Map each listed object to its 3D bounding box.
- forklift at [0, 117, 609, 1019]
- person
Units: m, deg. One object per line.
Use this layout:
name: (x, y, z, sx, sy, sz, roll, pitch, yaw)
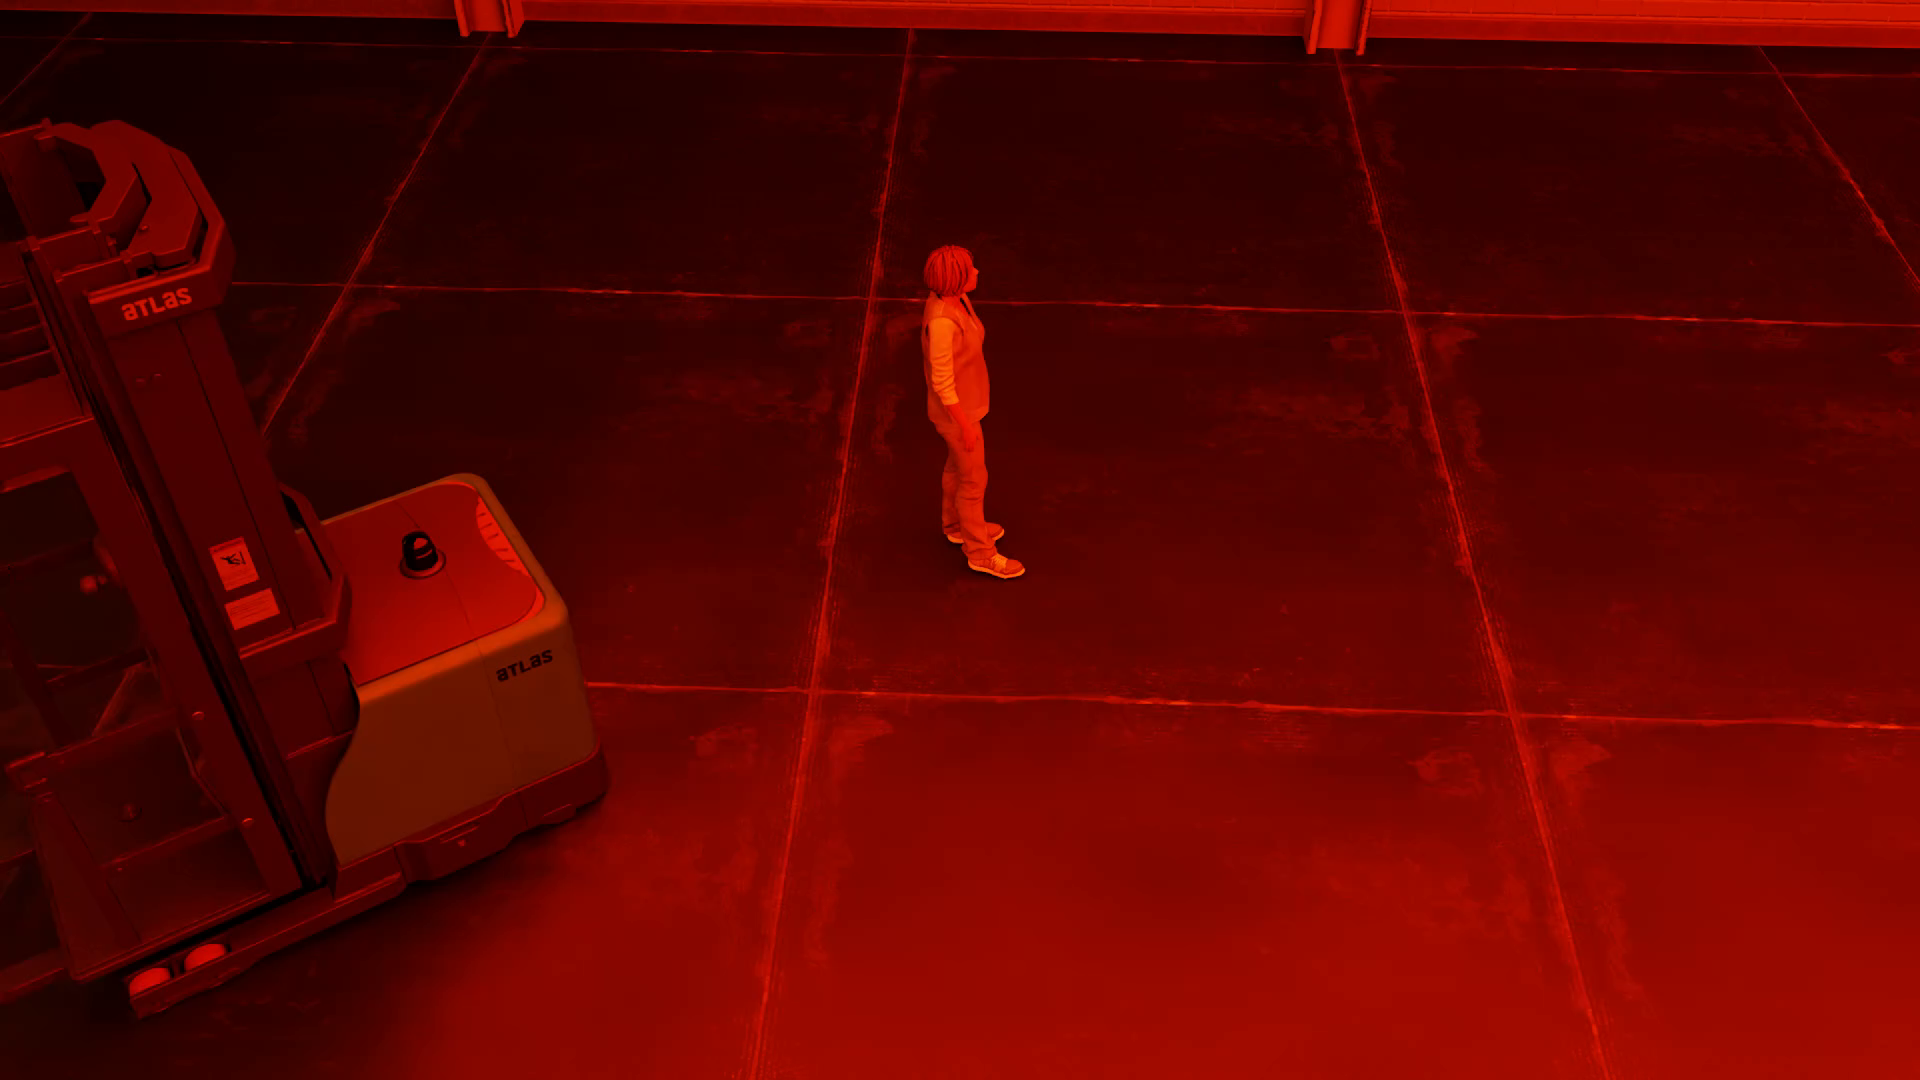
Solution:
forklift: (-2.942, 0.222, 5.499, 3.031, 2.935, 1.130, -23, 47, -23)
person: (0.074, -0.583, 7.361, 0.473, 1.599, 0.521, 2, 42, 2)
